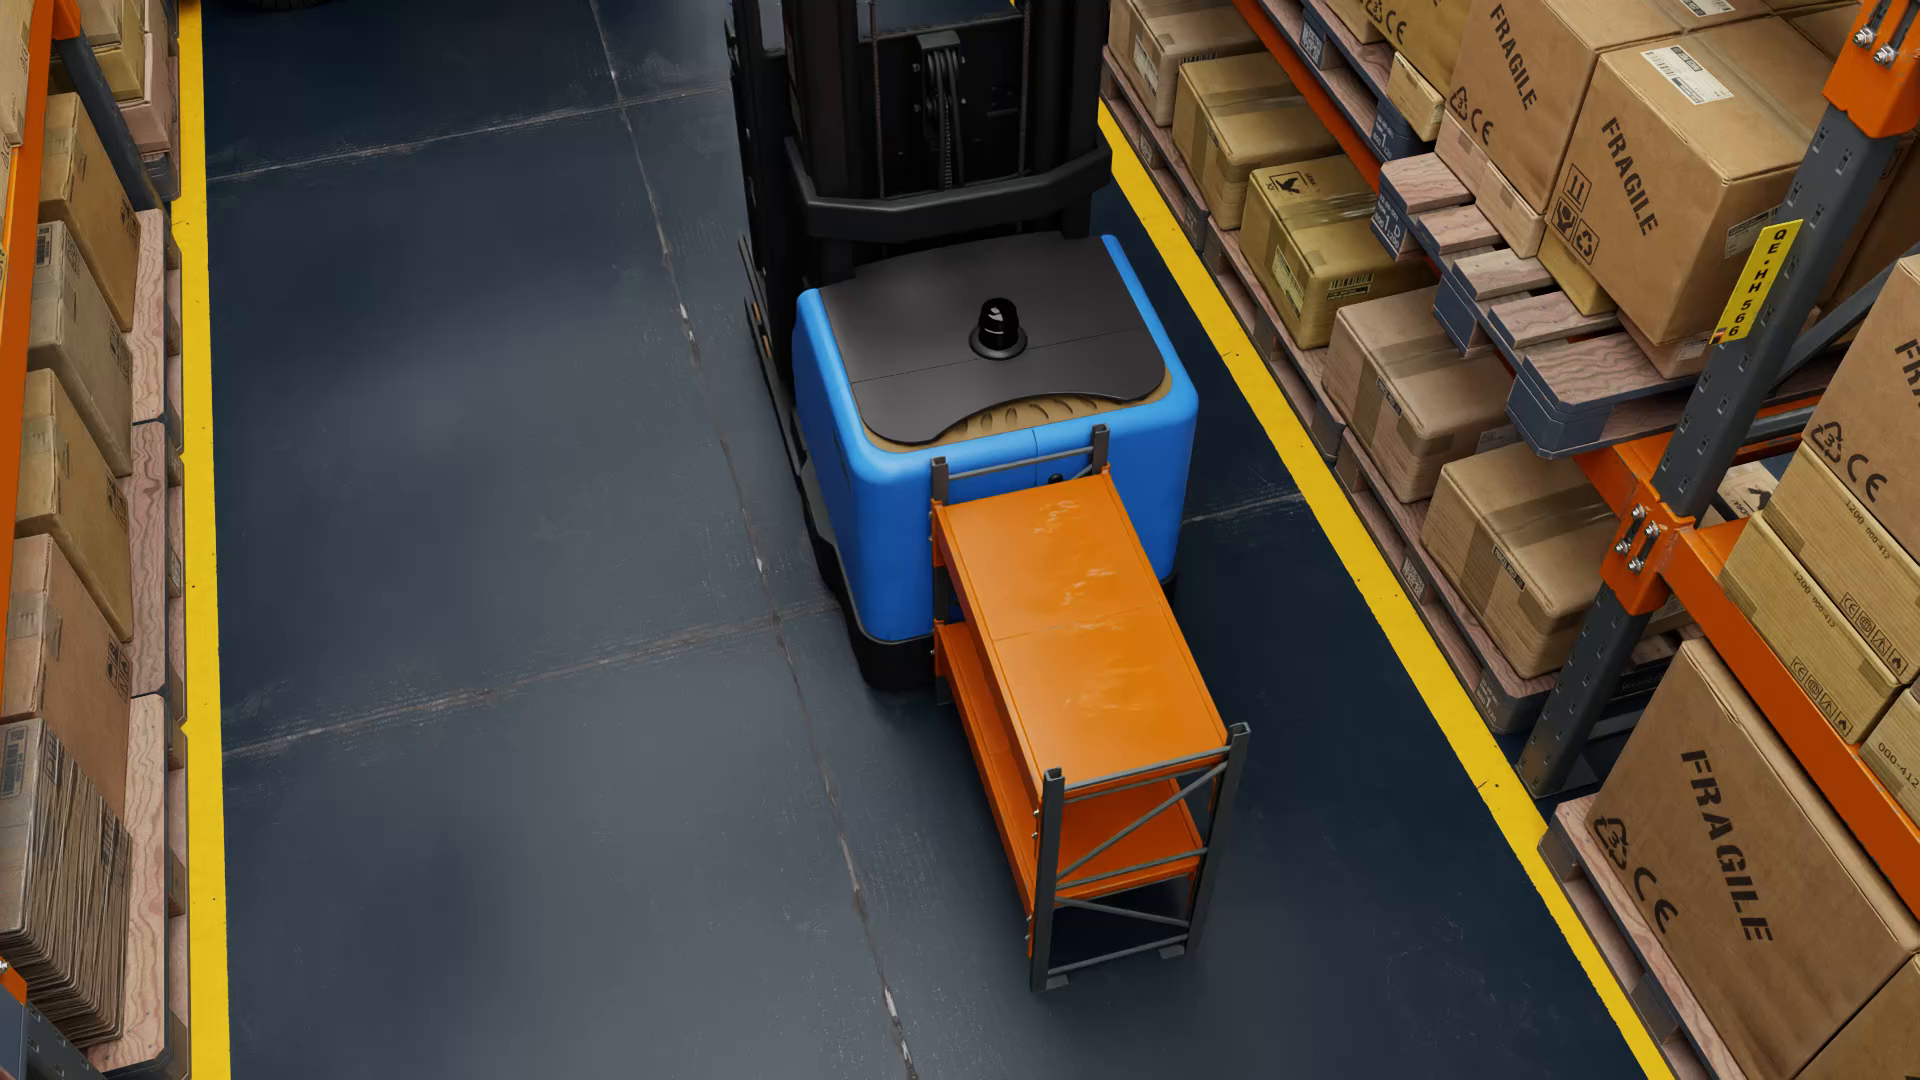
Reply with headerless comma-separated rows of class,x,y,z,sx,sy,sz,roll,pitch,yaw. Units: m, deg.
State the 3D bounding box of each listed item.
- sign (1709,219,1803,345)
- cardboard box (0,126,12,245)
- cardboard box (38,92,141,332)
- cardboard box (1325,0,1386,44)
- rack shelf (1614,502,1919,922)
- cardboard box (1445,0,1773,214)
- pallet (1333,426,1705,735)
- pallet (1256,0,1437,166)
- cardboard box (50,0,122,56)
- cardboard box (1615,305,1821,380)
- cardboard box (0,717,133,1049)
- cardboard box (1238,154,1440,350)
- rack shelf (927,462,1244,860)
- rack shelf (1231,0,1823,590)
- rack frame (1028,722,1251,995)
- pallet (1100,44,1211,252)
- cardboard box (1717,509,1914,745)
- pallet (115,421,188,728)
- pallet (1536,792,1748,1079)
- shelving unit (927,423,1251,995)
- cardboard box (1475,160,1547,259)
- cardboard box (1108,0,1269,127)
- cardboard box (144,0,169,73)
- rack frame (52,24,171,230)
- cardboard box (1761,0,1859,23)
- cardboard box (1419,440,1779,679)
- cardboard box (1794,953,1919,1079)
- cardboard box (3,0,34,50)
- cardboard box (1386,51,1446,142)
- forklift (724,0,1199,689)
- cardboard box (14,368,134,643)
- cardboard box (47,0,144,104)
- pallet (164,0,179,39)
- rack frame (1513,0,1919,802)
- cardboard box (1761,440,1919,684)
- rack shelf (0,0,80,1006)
sign,1.695,-0.545,3.542,0.100,0.325,0.005,-13,51,-11
cardboard box,-3.042,-1.031,4.755,0.500,0.250,0.500,-13,51,-11
cardboard box,-3.548,-1.115,6.007,0.875,0.625,0.625,-11,51,-9
cardboard box,1.355,-1.681,5.095,0.380,0.149,0.250,-15,51,-12
rack shelf,2.802,1.366,3.107,1.077,0.370,4.000,-13,51,-11
cardboard box,1.648,-1.235,4.294,0.500,0.500,0.500,-14,51,-12
pallet,1.981,0.001,5.611,1.003,0.211,1.213,-13,51,-11
pallet,1.586,-1.702,5.348,1.003,0.211,1.213,-13,51,-11
cardboard box,-3.556,-2.119,6.444,0.500,0.250,0.500,-14,51,-12
cardboard box,1.889,-0.568,4.156,0.380,0.149,0.250,-12,51,-10
cardboard box,-2.701,0.969,4.249,0.875,0.625,0.625,-12,51,-10
cardboard box,1.609,-1.123,6.179,0.950,0.372,0.625,-12,51,-10
rack shelf,0.301,0.290,4.387,0.538,0.278,1.000,-12,51,-10
rack shelf,1.619,-1.556,5.570,1.077,0.370,4.000,-13,51,-11
rack frame,0.438,0.853,4.296,0.500,1.125,0.032,-12,51,-10
pallet,1.260,-1.781,7.114,1.003,0.211,1.213,-13,51,-11
cardboard box,2.115,0.136,3.772,0.500,0.250,0.500,-14,51,-12
pallet,-3.093,0.197,5.446,1.003,0.211,1.213,-13,51,-11
pallet,2.372,1.165,4.630,1.003,0.211,1.213,-13,51,-11
shelving unit,0.301,0.478,4.611,0.538,1.125,1.048,-12,51,-10
cardboard box,1.624,-0.921,4.454,0.380,0.149,0.250,-14,51,-11
cardboard box,1.186,-2.154,7.048,0.950,0.372,0.625,-13,51,-11
cardboard box,-3.704,-2.168,7.140,0.500,0.250,0.500,-14,51,-12
rack frame,-3.713,-2.124,5.578,1.000,3.000,0.127,-13,51,-11
cardboard box,2.138,-1.351,4.392,0.500,0.500,0.500,-11,51,-9
cardboard box,2.053,-0.030,5.258,0.950,0.372,0.625,-16,52,-13
cardboard box,2.596,1.398,3.725,0.875,0.875,0.875,-13,51,-11
cardboard box,-3.314,-1.766,5.375,0.500,0.250,0.500,-12,51,-10
cardboard box,1.462,-1.305,4.777,0.380,0.149,0.250,-13,51,-10
forklift,-0.190,-1.629,5.206,1.130,2.935,3.031,-12,51,-10
cardboard box,-3.101,0.002,5.065,0.875,0.625,0.625,-15,52,-12
cardboard box,-3.561,-1.957,6.635,0.500,0.250,0.500,-14,51,-11
pallet,-4.272,-2.708,7.895,1.003,0.211,1.213,-13,51,-11
rack frame,2.211,-0.327,4.064,1.000,3.000,0.127,-13,51,-11
cardboard box,2.125,-0.014,3.571,0.500,0.250,0.500,-14,51,-11
rack shelf,-3.121,-0.431,4.622,1.077,0.370,4.000,-13,51,-11
